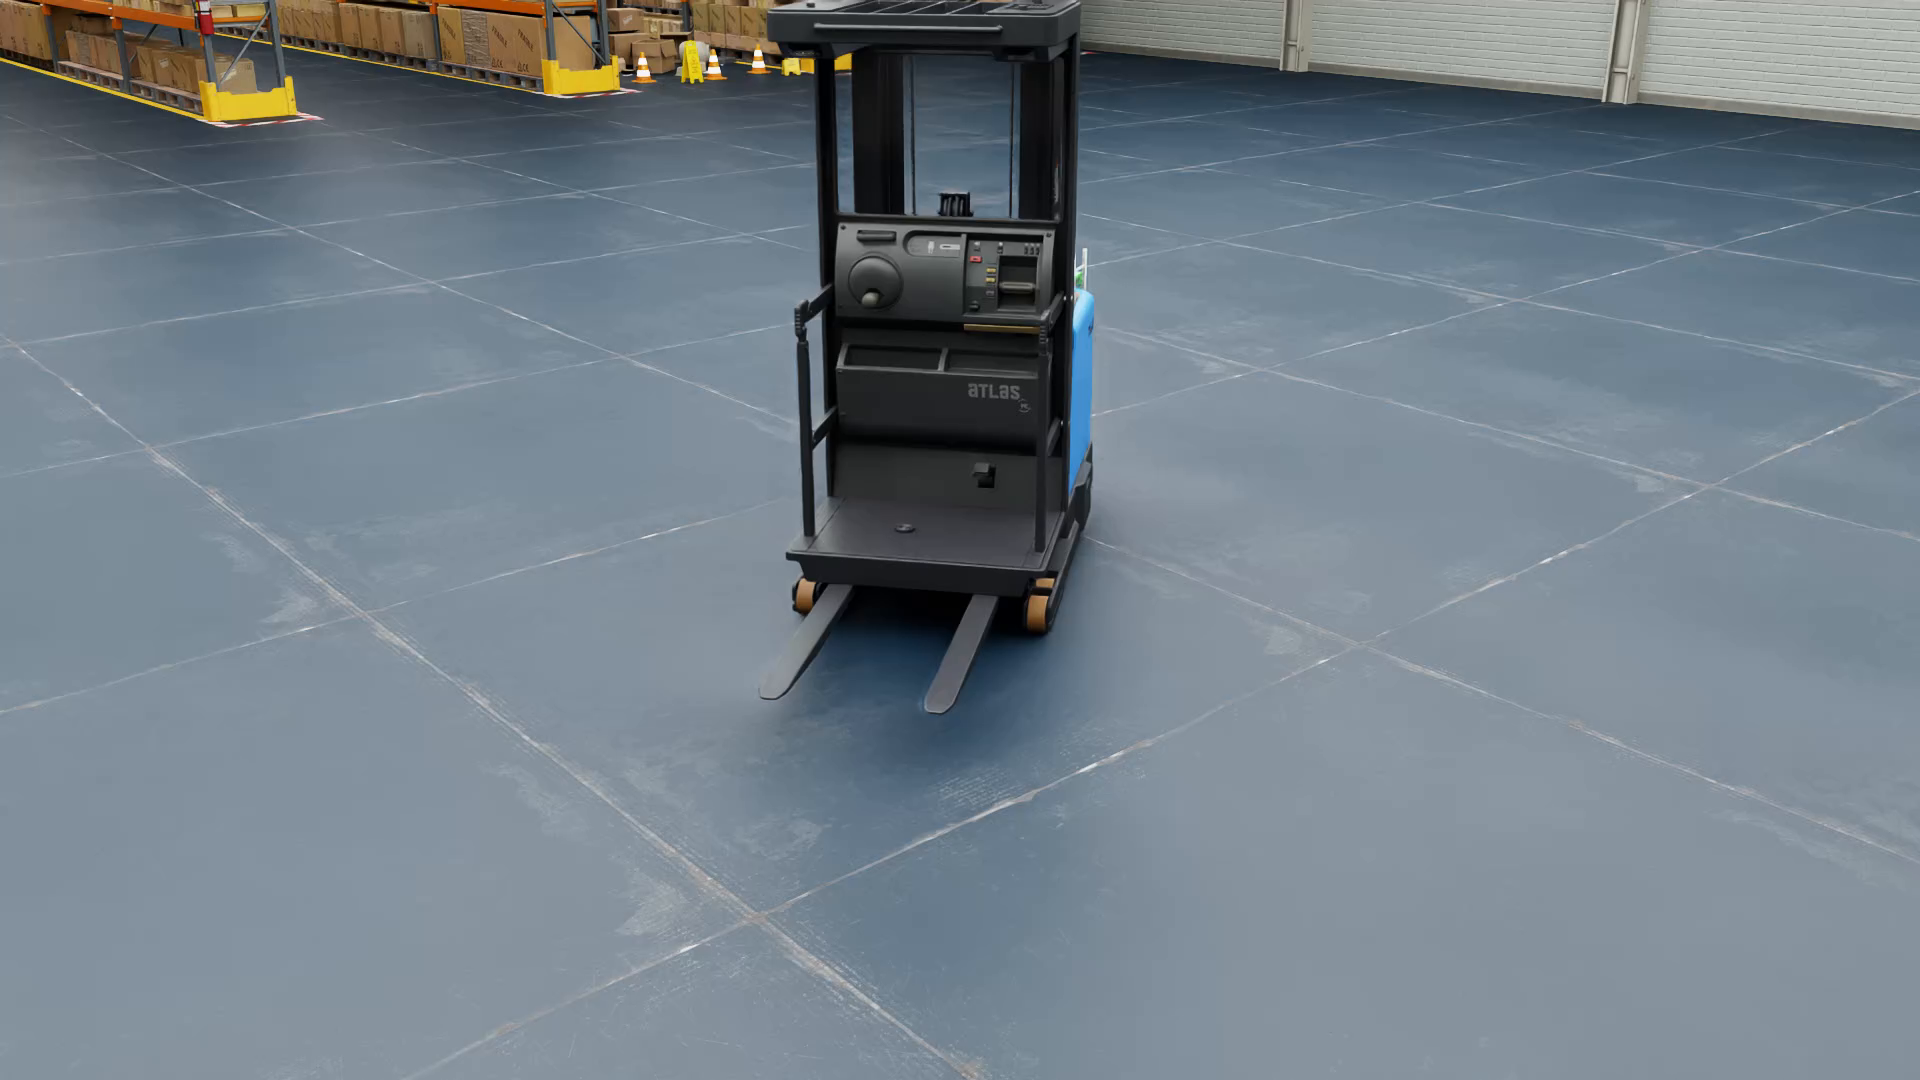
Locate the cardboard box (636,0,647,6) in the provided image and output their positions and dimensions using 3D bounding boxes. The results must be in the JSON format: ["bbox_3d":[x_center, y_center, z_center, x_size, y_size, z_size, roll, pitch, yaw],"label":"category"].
[{"bbox_3d":[-7.720,-13.566,41.359,0.500,0.500,0.500,-17,27,-36],"label":"cardboard box"}]

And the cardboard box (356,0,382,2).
[{"bbox_3d":[-11.332,-10.171,31.663,0.500,0.250,0.500,-19,28,-40],"label":"cardboard box"}]

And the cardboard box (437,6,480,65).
[{"bbox_3d":[-8.096,-8.453,27.790,0.875,0.875,0.875,-17,27,-37],"label":"cardboard box"}]

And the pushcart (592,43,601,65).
[{"bbox_3d":[-6.465,-8.866,30.102,0.936,0.377,1.648,12,24,27],"label":"pushcart"}]

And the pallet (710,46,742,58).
[{"bbox_3d":[-4.305,-9.168,31.101,1.003,0.211,1.213,-17,27,-37],"label":"pallet"}]

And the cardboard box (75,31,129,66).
[{"bbox_3d":[-14.064,-8.100,27.375,0.500,0.500,0.700,20,29,41],"label":"cardboard box"}]

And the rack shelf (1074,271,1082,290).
[{"bbox_3d":[0.370,-1.308,8.526,0.480,0.148,0.258,8,21,18],"label":"rack shelf"}]

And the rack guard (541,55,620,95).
[{"bbox_3d":[-5.827,-7.161,25.582,1.175,0.500,0.348,-17,27,-37],"label":"rack guard"}]

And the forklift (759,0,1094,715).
[{"bbox_3d":[-0.105,-1.115,6.812,1.130,2.935,3.031,4,22,10],"label":"forklift"}]

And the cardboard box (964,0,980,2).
[{"bbox_3d":[0.387,-10.431,32.327,0.500,0.250,0.500,-17,27,-37],"label":"cardboard box"}]

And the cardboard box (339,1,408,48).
[{"bbox_3d":[-10.736,-9.500,30.636,1.050,0.750,0.750,-18,28,-38],"label":"cardboard box"}]

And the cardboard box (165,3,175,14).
[{"bbox_3d":[-10.837,-7.433,23.193,0.380,0.149,0.250,-17,27,-37],"label":"cardboard box"}]

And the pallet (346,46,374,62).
[{"bbox_3d":[-10.607,-9.008,30.693,1.003,0.211,1.213,-17,27,-37],"label":"pallet"}]

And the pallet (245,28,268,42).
[{"bbox_3d":[-14.141,-10.526,34.569,1.003,0.211,1.213,-17,27,-37],"label":"pallet"}]

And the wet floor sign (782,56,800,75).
[{"bbox_3d":[-2.846,-8.135,27.868,0.267,0.644,0.232,-8,23,-19],"label":"wet floor sign"}]

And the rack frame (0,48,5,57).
[{"bbox_3d":[-17.500,-10.494,30.665,1.000,3.000,0.127,-17,27,-37],"label":"rack frame"}]

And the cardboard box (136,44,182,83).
[{"bbox_3d":[-12.047,-7.196,25.094,0.500,0.500,0.500,-18,28,-39],"label":"cardboard box"}]

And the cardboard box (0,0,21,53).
[{"bbox_3d":[-16.483,-9.282,29.907,1.225,0.875,0.875,-19,28,-39],"label":"cardboard box"}]

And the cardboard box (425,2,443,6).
[{"bbox_3d":[-12.096,-12.803,39.495,0.875,0.438,0.875,-19,28,-39],"label":"cardboard box"}]

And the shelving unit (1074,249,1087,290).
[{"bbox_3d":[0.366,-0.916,8.667,0.503,1.200,0.258,8,21,18],"label":"shelving unit"}]

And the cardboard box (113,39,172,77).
[{"bbox_3d":[-12.662,-7.500,25.843,0.500,0.500,0.700,20,29,41],"label":"cardboard box"}]

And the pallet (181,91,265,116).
[{"bbox_3d":[-10.220,-6.134,23.357,1.003,0.211,1.213,-17,27,-37],"label":"pallet"}]

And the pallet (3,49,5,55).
[{"bbox_3d":[-17.937,-9.425,31.757,1.003,0.211,1.213,-17,27,-37],"label":"pallet"}]

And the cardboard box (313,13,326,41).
[{"bbox_3d":[-12.029,-9.838,31.840,0.500,0.500,0.500,-16,27,-35],"label":"cardboard box"}]

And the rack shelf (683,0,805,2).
[{"bbox_3d":[-3.464,-9.756,29.765,1.077,0.370,4.000,-17,27,-37],"label":"rack shelf"}]

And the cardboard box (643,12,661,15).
[{"bbox_3d":[-6.532,-10.360,33.349,0.950,0.372,0.625,-18,28,-38],"label":"cardboard box"}]

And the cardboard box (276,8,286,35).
[{"bbox_3d":[-13.395,-10.412,33.305,0.500,0.500,0.500,-16,27,-35],"label":"cardboard box"}]

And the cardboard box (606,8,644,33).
[{"bbox_3d":[-6.099,-9.400,30.260,0.500,0.500,0.500,-17,27,-37],"label":"cardboard box"}]

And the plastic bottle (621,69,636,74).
[{"bbox_3d":[-5.630,-7.913,28.105,0.283,0.061,0.133,12,24,27],"label":"plastic bottle"}]

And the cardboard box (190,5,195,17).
[{"bbox_3d":[-10.172,-7.161,22.498,0.380,0.149,0.250,-17,27,-37],"label":"cardboard box"}]

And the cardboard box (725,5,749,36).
[{"bbox_3d":[-3.894,-9.392,30.015,0.500,0.500,0.500,-16,26,-35],"label":"cardboard box"}]

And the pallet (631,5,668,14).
[{"bbox_3d":[-7.482,-13.265,41.562,1.003,0.211,1.213,-17,27,-37],"label":"pallet"}]

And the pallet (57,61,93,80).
[{"bbox_3d":[-14.380,-7.875,27.800,1.003,0.211,1.213,-17,27,-37],"label":"pallet"}]

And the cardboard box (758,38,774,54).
[{"bbox_3d":[-3.223,-8.758,29.425,0.500,0.250,0.500,-17,27,-37],"label":"cardboard box"}]

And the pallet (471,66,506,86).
[{"bbox_3d":[-7.216,-7.573,27.029,1.003,0.211,1.213,-17,27,-37],"label":"pallet"}]

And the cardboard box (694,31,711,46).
[{"bbox_3d":[-4.589,-9.331,30.889,0.500,0.250,0.500,-19,28,-40],"label":"cardboard box"}]

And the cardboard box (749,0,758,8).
[{"bbox_3d":[-3.502,-9.493,29.384,0.380,0.149,0.250,-16,27,-35],"label":"cardboard box"}]

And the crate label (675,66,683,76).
[{"bbox_3d":[-4.596,-7.861,27.867,0.298,0.136,0.250,7,23,18],"label":"crate label"}]

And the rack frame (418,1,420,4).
[{"bbox_3d":[-12.603,-13.959,39.510,1.000,3.000,0.127,-17,27,-37],"label":"rack frame"}]

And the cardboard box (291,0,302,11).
[{"bbox_3d":[-12.715,-10.472,32.432,0.500,0.250,0.500,-16,27,-35],"label":"cardboard box"}]

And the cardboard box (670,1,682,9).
[{"bbox_3d":[-6.820,-12.988,40.365,0.380,0.149,0.250,-18,28,-39],"label":"cardboard box"}]

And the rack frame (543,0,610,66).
[{"bbox_3d":[-5.843,-8.332,25.143,1.000,3.000,0.127,-17,27,-37],"label":"rack frame"}]

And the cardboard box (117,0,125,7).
[{"bbox_3d":[-12.212,-7.964,24.549,0.380,0.149,0.250,-17,27,-37],"label":"cardboard box"}]

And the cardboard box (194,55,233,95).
[{"bbox_3d":[-10.478,-6.544,23.431,0.500,0.500,0.500,-10,23,-24],"label":"cardboard box"}]

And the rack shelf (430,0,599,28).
[{"bbox_3d":[-7.148,-8.549,26.685,1.077,0.370,4.000,-17,27,-37],"label":"rack shelf"}]

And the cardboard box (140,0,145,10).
[{"bbox_3d":[-11.530,-7.697,23.866,0.380,0.149,0.250,-17,27,-37],"label":"cardboard box"}]
